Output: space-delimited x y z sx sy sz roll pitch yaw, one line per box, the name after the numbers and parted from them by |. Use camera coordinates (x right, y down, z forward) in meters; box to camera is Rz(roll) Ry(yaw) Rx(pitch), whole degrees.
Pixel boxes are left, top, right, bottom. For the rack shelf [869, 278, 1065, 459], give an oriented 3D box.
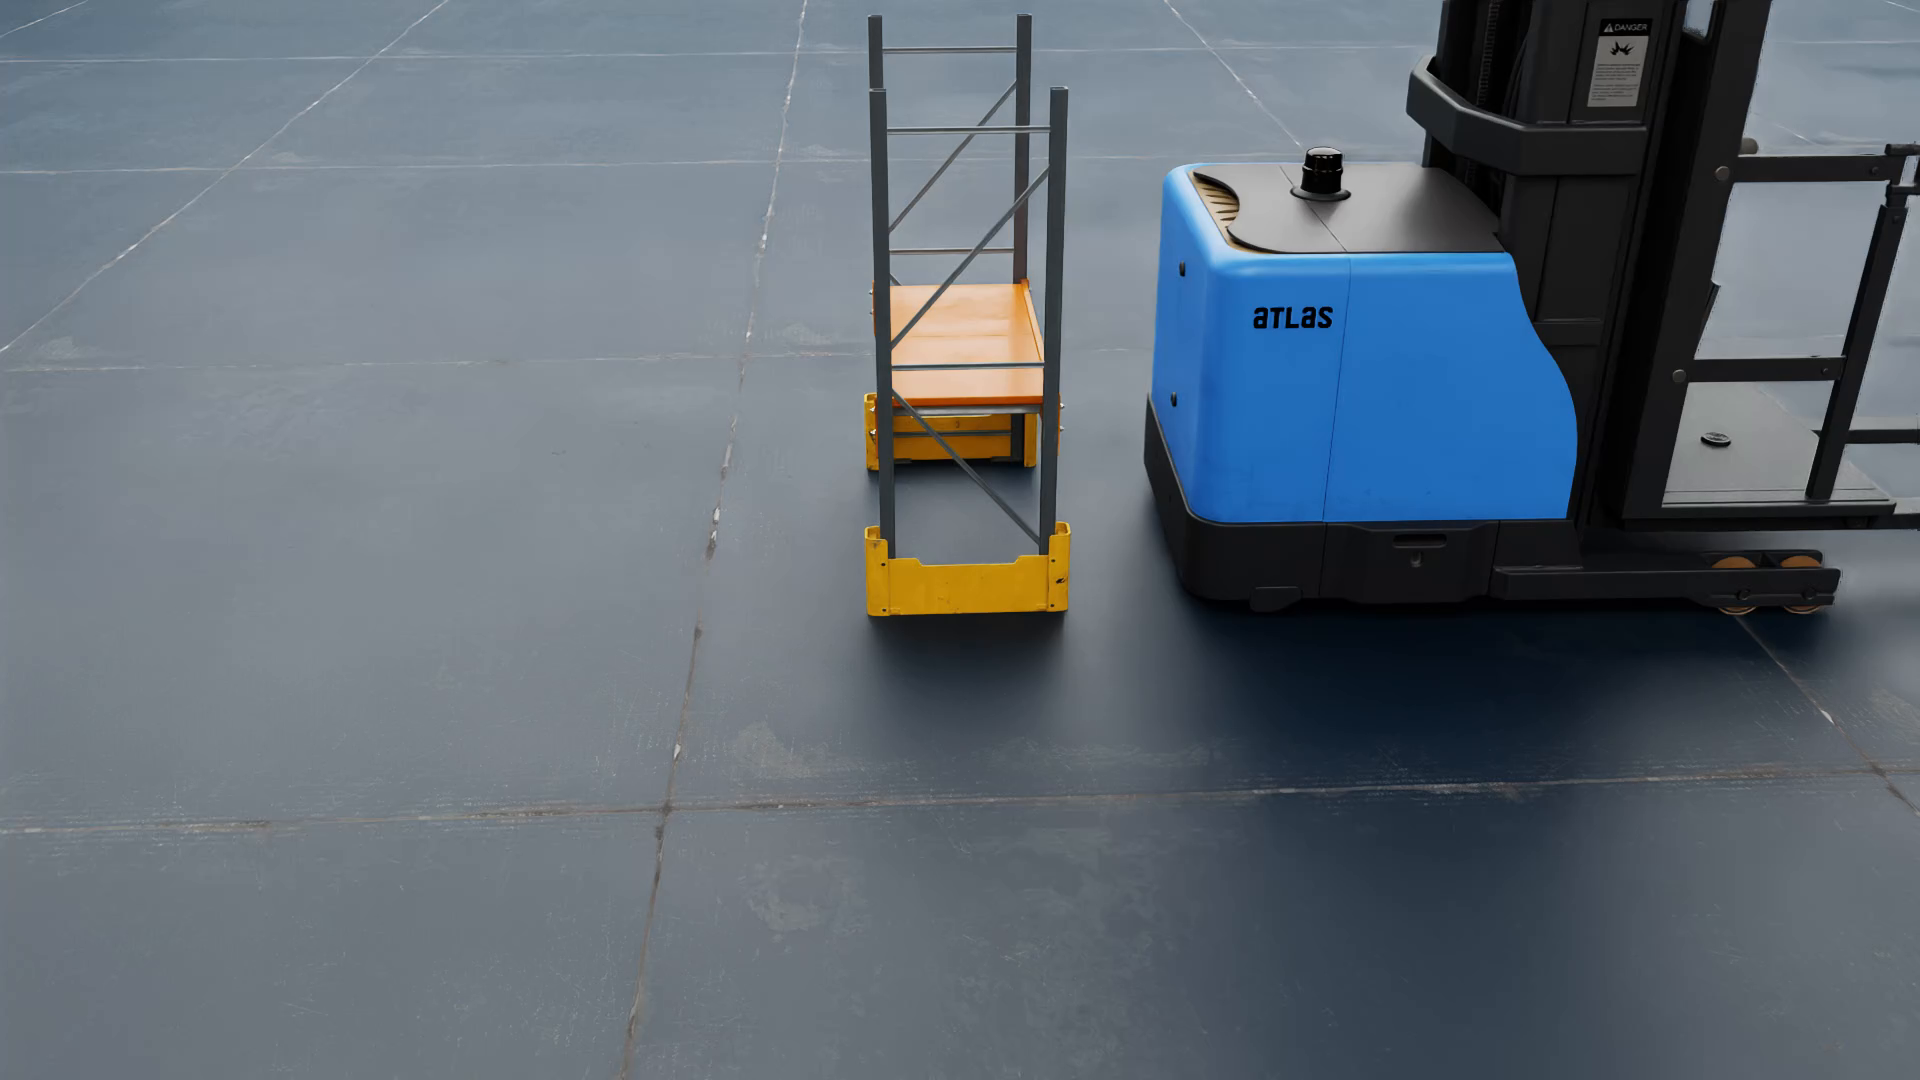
-0.004 -0.545 5.062 0.538 0.185 1.000 -1 28 -3 | rack shelf

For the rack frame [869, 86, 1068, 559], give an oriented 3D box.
0.022 -0.470 4.529 0.500 1.500 0.032 -1 28 -3 | rack frame

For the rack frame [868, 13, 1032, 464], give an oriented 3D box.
-0.031 -0.939 5.429 0.500 1.500 0.032 -1 28 -3 | rack frame

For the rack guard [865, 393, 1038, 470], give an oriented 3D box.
-0.030 -0.376 5.701 0.587 0.250 0.087 -1 28 -3 | rack guard

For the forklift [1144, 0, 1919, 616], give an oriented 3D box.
2.146 -1.327 4.624 3.031 2.935 1.130 -1 28 -2 | forklift

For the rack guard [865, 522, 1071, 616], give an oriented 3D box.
0.022 0.084 4.819 0.587 0.250 0.087 -1 28 -3 | rack guard

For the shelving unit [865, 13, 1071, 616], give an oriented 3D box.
-0.004 -0.700 4.971 0.587 1.500 1.083 -1 28 -3 | shelving unit
